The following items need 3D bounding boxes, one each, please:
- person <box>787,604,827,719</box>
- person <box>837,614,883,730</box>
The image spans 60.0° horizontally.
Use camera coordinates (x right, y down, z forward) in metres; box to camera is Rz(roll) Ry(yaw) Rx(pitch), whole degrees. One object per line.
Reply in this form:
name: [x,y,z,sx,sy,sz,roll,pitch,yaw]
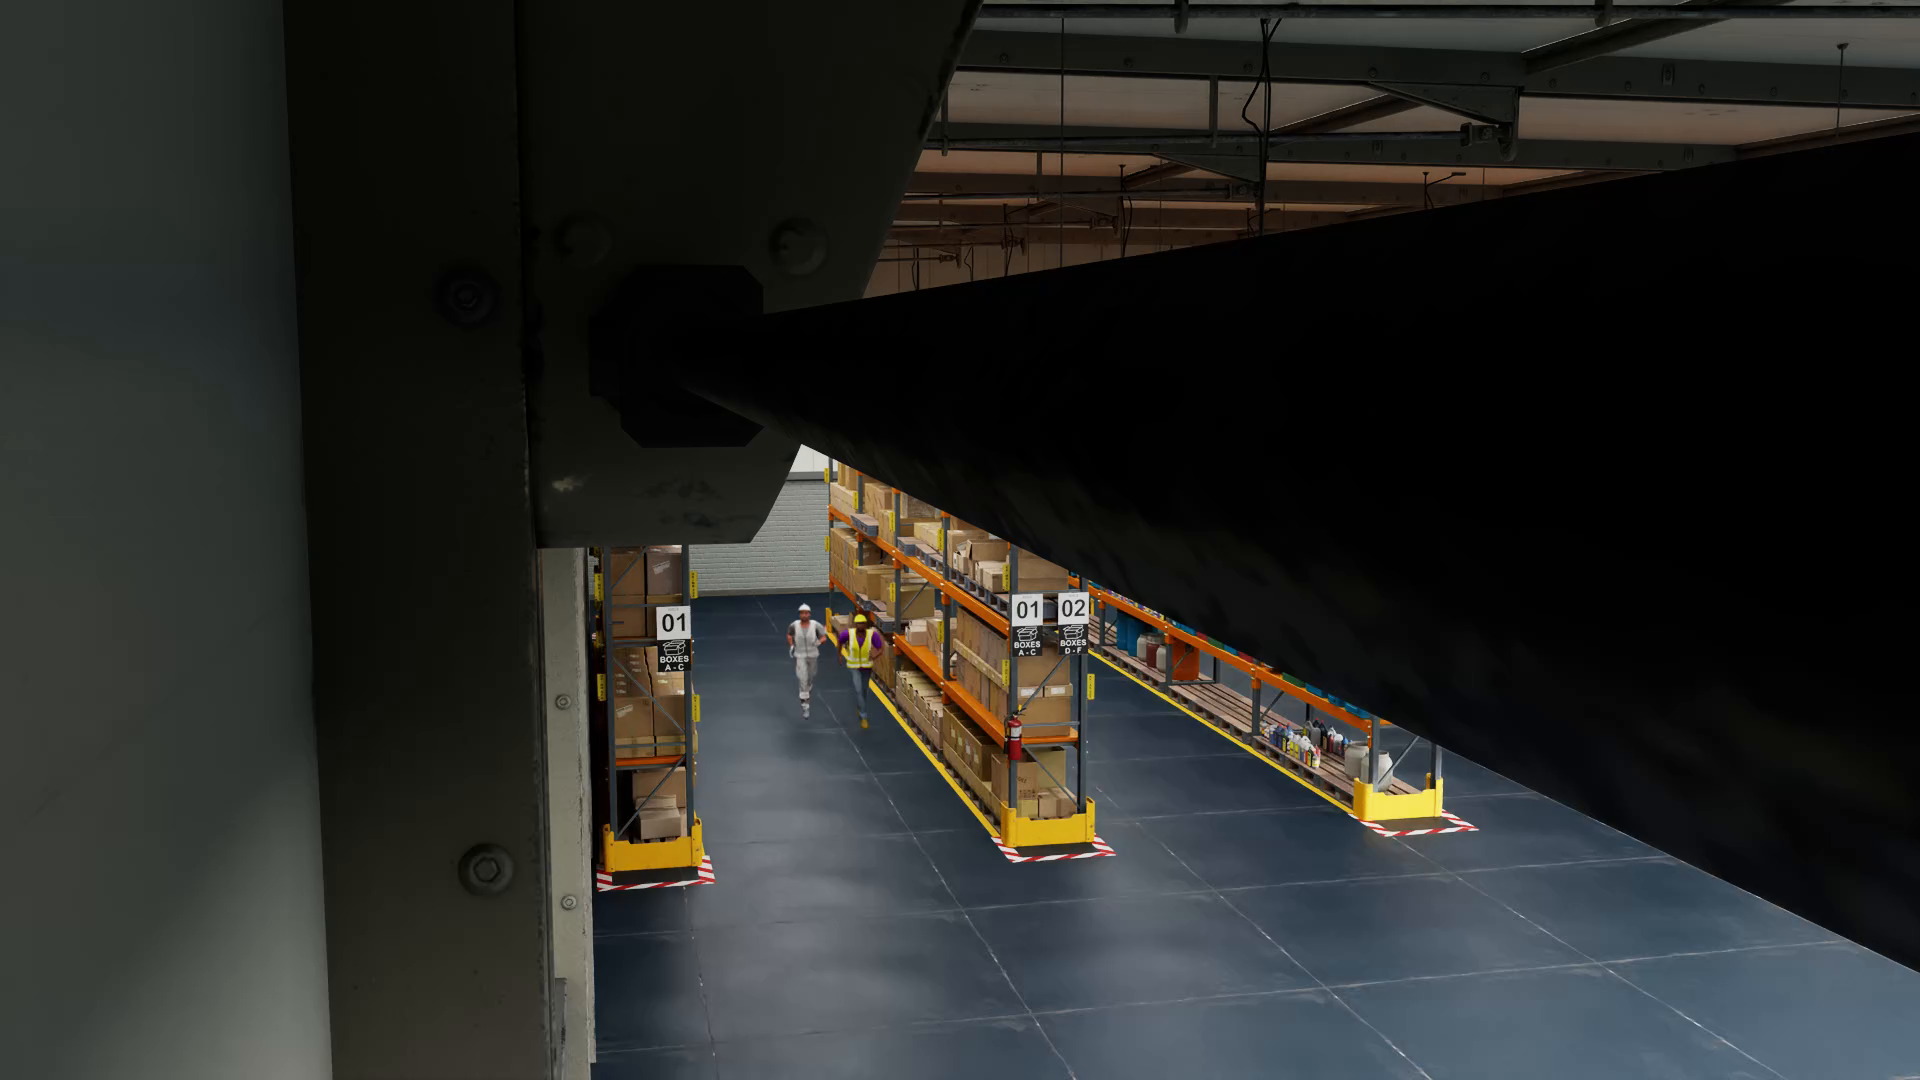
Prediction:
person: [-2.489,1.943,27.159,0.634,1.813,0.885,-1,7,-11]
person: [-1.578,2.052,26.483,0.727,1.795,0.979,-1,7,-9]
